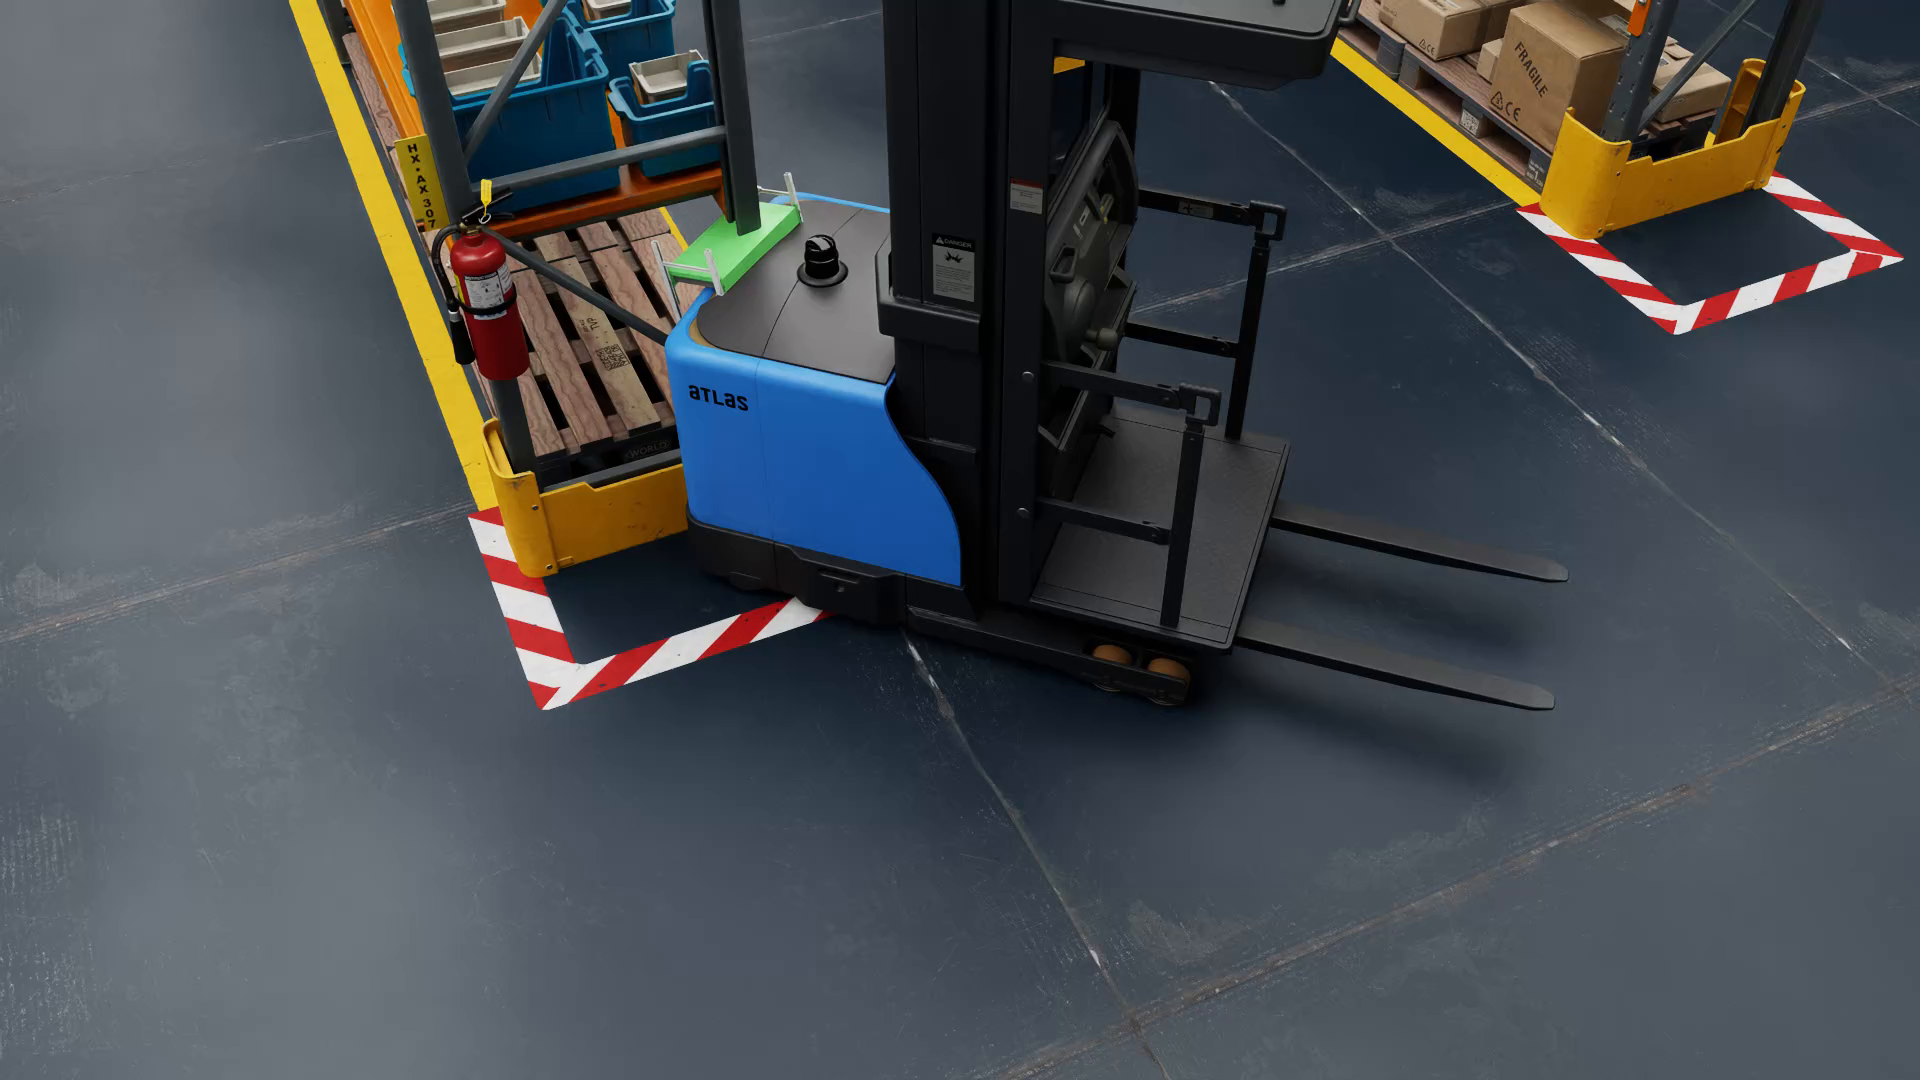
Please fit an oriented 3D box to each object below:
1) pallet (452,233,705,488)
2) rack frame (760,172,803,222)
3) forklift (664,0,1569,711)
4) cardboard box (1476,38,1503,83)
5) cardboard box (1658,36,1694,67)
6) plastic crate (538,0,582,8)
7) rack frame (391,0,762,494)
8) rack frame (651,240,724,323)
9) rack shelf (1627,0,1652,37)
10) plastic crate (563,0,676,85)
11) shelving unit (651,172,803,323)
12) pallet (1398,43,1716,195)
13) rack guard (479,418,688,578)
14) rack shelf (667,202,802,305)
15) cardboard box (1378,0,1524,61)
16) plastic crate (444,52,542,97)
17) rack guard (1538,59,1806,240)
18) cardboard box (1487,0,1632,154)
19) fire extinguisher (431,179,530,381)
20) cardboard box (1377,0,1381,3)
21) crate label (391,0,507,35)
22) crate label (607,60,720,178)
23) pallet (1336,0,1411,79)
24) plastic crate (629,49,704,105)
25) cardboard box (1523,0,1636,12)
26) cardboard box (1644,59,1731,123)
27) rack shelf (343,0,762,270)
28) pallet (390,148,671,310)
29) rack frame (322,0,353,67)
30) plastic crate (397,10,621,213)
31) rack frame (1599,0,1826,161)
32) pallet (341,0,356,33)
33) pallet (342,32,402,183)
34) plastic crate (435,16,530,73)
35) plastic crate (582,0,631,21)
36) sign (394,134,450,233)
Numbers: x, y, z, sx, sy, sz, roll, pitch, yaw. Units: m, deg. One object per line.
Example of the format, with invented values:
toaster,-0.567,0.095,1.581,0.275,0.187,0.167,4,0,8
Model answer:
pallet,-1.468,-0.750,6.860,1.003,0.211,1.213,-18,47,-17
rack frame,-0.589,-0.834,6.135,0.240,1.200,0.015,13,47,27
forklift,0.595,-0.901,5.077,3.031,2.935,1.130,13,46,13
cardboard box,2.799,-2.372,8.223,0.380,0.166,0.250,-18,47,-17
cardboard box,3.370,-2.342,8.191,0.380,0.166,0.250,-18,47,-17
plastic crate,-1.515,-2.261,6.482,0.416,0.233,0.300,-18,47,-17
rack frame,-1.157,-1.205,5.336,1.000,3.000,0.127,-18,47,-17
rack frame,-0.817,-0.520,5.840,0.240,1.200,0.015,13,47,27
rack shelf,2.498,-3.684,8.360,1.077,0.370,4.000,-18,47,-17
plastic crate,-1.238,-1.841,6.057,0.416,0.233,0.300,-18,47,-17
shelving unit,-0.703,-0.677,5.988,0.258,1.200,0.503,13,47,27
pallet,2.971,-2.229,8.359,1.003,0.211,1.213,-18,47,-17
rack guard,-1.135,-0.304,6.202,1.175,0.500,0.348,-18,47,-17
rack shelf,-0.771,-0.984,5.715,0.258,0.148,0.480,13,47,27
cardboard box,2.515,-2.732,8.527,0.500,0.250,0.500,-18,47,-17
plastic crate,-1.664,-1.599,5.880,0.396,0.136,0.243,-18,47,-17
rack guard,3.307,-1.825,7.743,1.175,0.500,0.348,-18,47,-17
cardboard box,2.887,-2.206,7.817,0.500,0.500,0.500,-18,47,-17
fire extinguisher,-1.505,-0.815,5.261,0.296,0.674,0.183,-18,47,-17
cardboard box,2.452,-3.287,8.910,0.797,0.503,0.637,-18,47,-17
crate label,-1.912,-1.958,6.244,0.396,0.136,0.243,-18,47,-17
crate label,-0.962,-1.422,5.632,0.416,0.233,0.303,-18,47,-17
pallet,2.462,-3.006,9.146,1.003,0.211,1.213,-18,47,-17
plastic crate,-1.021,-1.616,5.897,0.250,0.136,0.298,-18,47,-17
cardboard box,3.158,-2.593,8.386,0.500,0.250,0.500,-18,47,-17
cardboard box,3.475,-2.176,8.036,0.380,0.149,0.250,-18,47,-17
rack shelf,-1.997,-2.224,6.880,1.077,0.370,4.000,-18,47,-17
pallet,-1.977,-1.526,7.646,1.003,0.211,1.213,-18,47,-17
rack frame,-2.838,-3.754,7.919,1.000,3.000,0.127,-18,47,-17
plastic crate,-1.467,-1.398,5.463,0.616,0.435,0.499,-18,47,-17
rack frame,3.339,-2.666,6.816,1.000,3.000,0.127,-18,47,-17
pallet,-3.125,-3.266,9.410,1.003,0.211,1.213,-18,47,-17
pallet,-2.494,-2.305,8.435,1.003,0.211,1.213,-18,47,-17
plastic crate,-1.772,-1.788,6.072,0.396,0.136,0.243,-18,47,-17
plastic crate,-1.307,-2.049,6.336,0.250,0.136,0.298,-18,47,-17
sign,-1.649,-1.091,5.104,0.100,0.325,0.005,-18,47,-17
